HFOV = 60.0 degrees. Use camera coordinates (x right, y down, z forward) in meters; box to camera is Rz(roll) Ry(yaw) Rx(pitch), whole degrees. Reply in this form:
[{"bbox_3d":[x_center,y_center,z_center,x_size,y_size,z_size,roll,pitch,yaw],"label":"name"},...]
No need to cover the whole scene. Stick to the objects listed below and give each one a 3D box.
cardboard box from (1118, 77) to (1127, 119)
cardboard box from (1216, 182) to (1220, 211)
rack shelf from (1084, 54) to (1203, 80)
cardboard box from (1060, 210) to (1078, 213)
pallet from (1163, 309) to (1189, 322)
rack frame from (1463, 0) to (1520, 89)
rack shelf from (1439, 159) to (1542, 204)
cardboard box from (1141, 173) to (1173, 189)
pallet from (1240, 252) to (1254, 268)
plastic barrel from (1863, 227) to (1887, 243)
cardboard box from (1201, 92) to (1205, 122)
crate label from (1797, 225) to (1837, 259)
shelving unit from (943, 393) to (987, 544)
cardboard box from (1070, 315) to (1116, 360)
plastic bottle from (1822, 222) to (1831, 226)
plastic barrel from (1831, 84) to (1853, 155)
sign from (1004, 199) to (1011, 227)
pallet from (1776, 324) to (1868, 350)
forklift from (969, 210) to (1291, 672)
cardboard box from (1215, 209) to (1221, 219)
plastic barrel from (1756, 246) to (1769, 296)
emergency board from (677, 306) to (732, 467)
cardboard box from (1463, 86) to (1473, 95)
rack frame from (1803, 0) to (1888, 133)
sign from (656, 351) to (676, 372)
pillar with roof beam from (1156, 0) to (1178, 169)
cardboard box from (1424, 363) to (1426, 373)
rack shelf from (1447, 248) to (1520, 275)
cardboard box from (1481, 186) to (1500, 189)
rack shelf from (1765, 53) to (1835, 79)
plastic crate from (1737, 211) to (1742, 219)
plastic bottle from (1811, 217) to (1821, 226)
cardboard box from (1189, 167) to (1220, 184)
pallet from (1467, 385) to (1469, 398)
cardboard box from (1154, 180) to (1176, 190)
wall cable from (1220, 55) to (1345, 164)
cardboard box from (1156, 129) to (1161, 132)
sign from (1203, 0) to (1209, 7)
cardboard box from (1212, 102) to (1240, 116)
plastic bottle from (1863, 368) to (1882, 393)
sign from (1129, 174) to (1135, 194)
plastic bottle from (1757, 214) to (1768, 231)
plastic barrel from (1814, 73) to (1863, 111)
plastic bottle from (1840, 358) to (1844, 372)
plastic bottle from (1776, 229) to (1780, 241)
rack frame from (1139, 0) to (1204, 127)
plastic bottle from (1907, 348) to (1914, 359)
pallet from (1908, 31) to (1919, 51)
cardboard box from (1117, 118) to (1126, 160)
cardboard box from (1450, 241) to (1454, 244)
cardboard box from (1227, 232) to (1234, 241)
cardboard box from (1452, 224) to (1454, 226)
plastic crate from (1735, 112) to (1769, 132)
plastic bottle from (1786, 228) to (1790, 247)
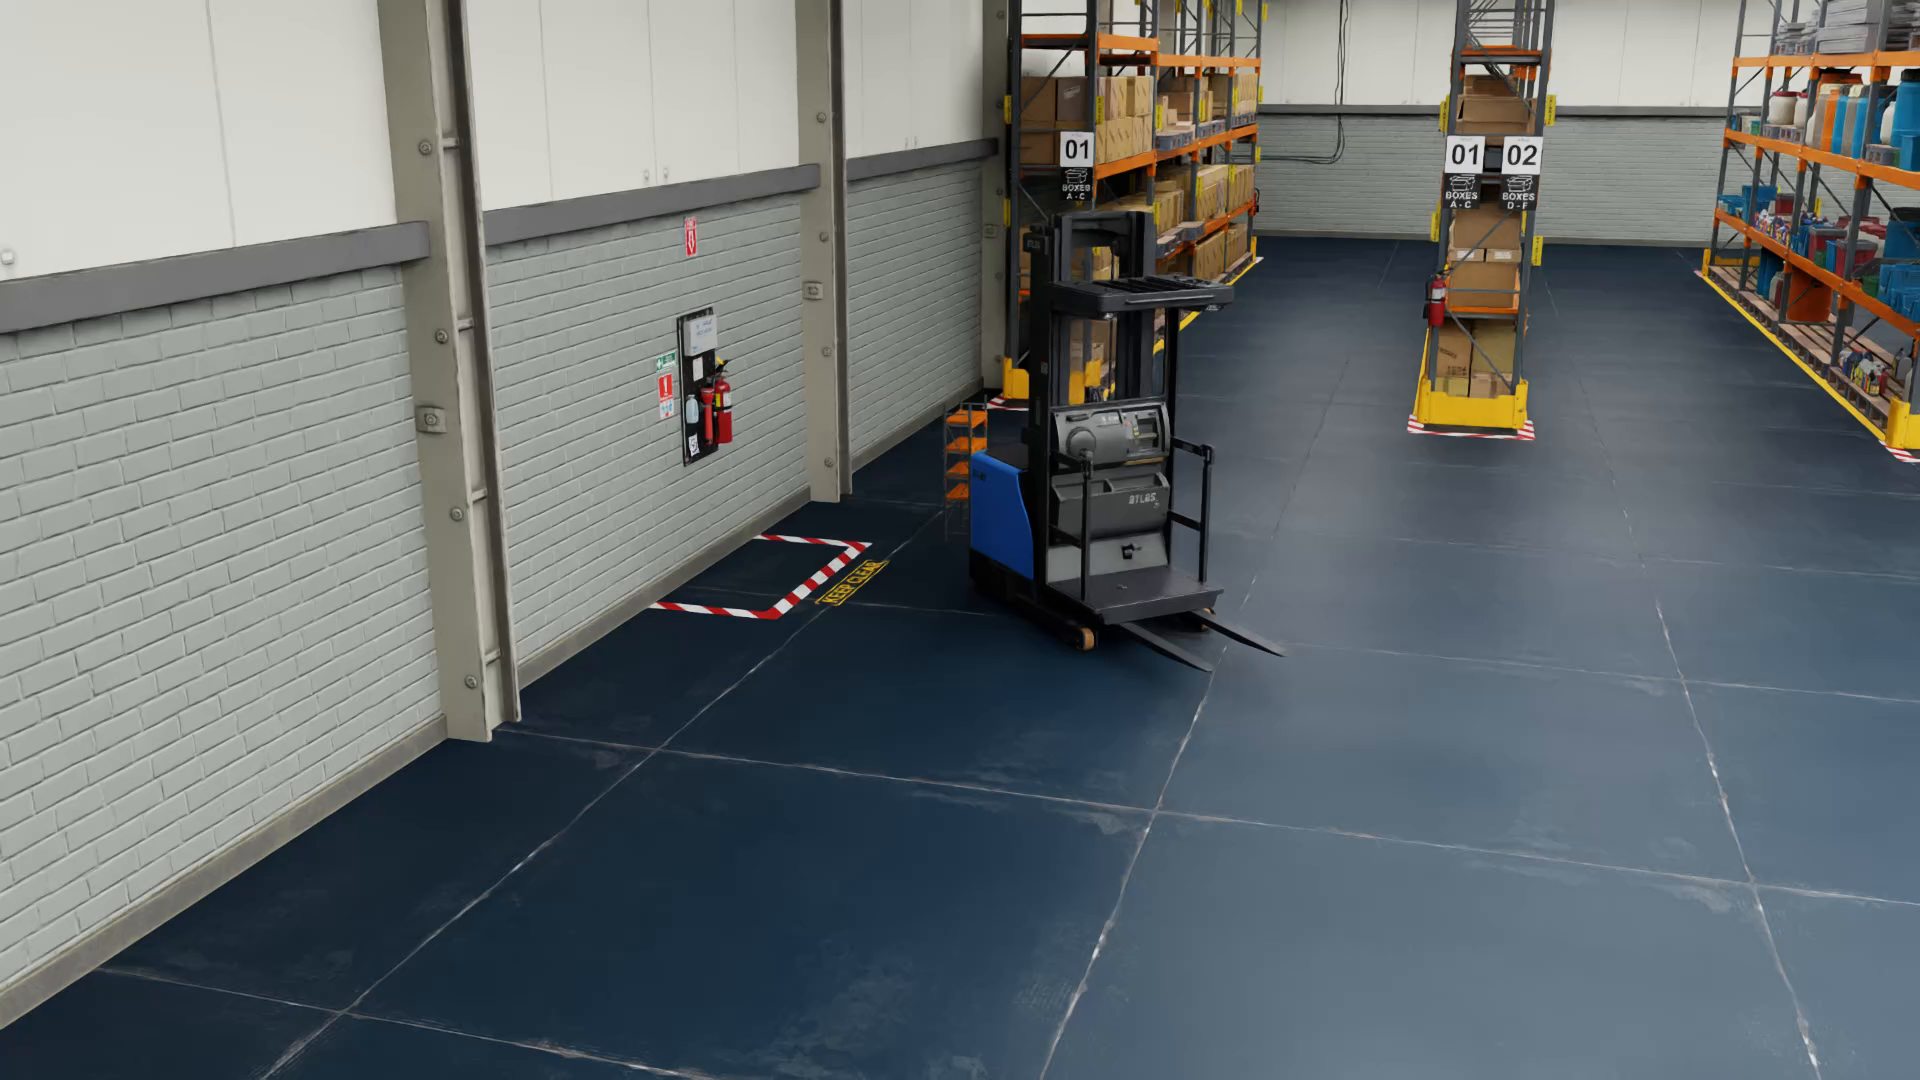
[{"bbox_3d":[1.769,-5.501,20.677,0.500,0.500,0.500,5,17,17],"label":"cardboard box"},{"bbox_3d":[4.335,-6.110,29.608,0.500,0.500,0.500,5,16,16],"label":"cardboard box"},{"bbox_3d":[2.806,-7.092,24.894,1.077,0.370,4.000,5,16,16],"label":"rack shelf"},{"bbox_3d":[1.606,-4.148,22.320,0.500,0.500,0.500,5,17,17],"label":"cardboard box"},{"bbox_3d":[3.151,-3.722,27.065,1.003,0.211,1.213,5,16,16],"label":"pallet"},{"bbox_3d":[10.398,-9.864,32.614,1.000,3.000,0.127,5,16,16],"label":"rack frame"},{"bbox_3d":[6.420,-4.412,20.208,1.077,0.370,4.000,5,16,16],"label":"rack shelf"},{"bbox_3d":[3.255,-5.968,27.735,0.500,0.250,0.500,5,17,17],"label":"cardboard box"},{"bbox_3d":[5.496,-5.804,34.405,1.003,0.211,1.213,5,16,16],"label":"pallet"},{"bbox_3d":[12.427,-3.944,22.487,0.433,0.535,0.433,0,16,0],"label":"plastic barrel"},{"bbox_3d":[3.856,-7.519,28.854,0.700,0.500,0.500,5,16,16],"label":"cardboard box"},{"bbox_3d":[12.331,-4.278,23.849,0.502,0.435,0.616,5,16,16],"label":"crate label"},{"bbox_3d":[0.047,-0.621,14.318,0.258,1.200,0.503,5,16,16],"label":"shelving unit"},{"bbox_3d":[1.802,-2.695,22.109,0.700,0.500,0.500,4,16,12],"label":"cardboard box"},{"bbox_3d":[13.700,-4.891,26.303,0.152,0.276,0.135,5,16,16],"label":"plastic bottle"},{"bbox_3d":[12.044,-5.629,22.264,0.600,0.901,0.708,5,16,16],"label":"plastic barrel"},{"bbox_3d":[0.574,-3.932,19.995,0.100,0.325,0.005,5,16,16],"label":"sign"},{"bbox_3d":[12.615,-2.958,24.373,1.003,0.211,1.213,5,16,16],"label":"pallet"},{"bbox_3d":[1.185,-0.771,11.678,1.130,2.935,3.031,-8,18,-26],"label":"forklift"},{"bbox_3d":[4.502,-5.887,30.011,0.380,0.149,0.250,5,16,16],"label":"cardboard box"},{"bbox_3d":[13.839,-4.598,28.118,0.600,0.901,0.708,5,16,16],"label":"plastic barrel"},{"bbox_3d":[-1.974,-1.212,13.105,0.194,1.169,0.643,5,16,16],"label":"emergency board"},{"bbox_3d":[9.048,-7.546,28.805,0.600,0.600,0.600,3,16,11],"label":"cardboard box"},{"bbox_3d":[12.873,-7.386,23.878,1.000,3.000,0.127,5,16,16],"label":"rack frame"},{"bbox_3d":[-2.220,-1.348,12.547,0.001,0.109,0.331,5,16,16],"label":"sign"},{"bbox_3d":[8.008,-9.117,29.981,9.100,9.000,0.400,5,16,16],"label":"pillar with roof beam"},{"bbox_3d":[5.851,-1.966,20.033,0.500,0.250,0.500,5,16,16],"label":"cardboard box"},{"bbox_3d":[7.556,-4.015,24.307,1.077,0.370,4.000,5,16,16],"label":"rack shelf"},{"bbox_3d":[6.726,-4.262,21.296,0.700,0.500,0.500,5,16,16],"label":"cardboard box"},{"bbox_3d":[13.441,-7.371,25.875,1.077,0.370,4.000,5,16,16],"label":"rack shelf"},{"bbox_3d":[14.070,-5.756,29.521,0.437,0.125,0.590,5,16,16],"label":"plastic crate"},{"bbox_3d":[13.565,-4.945,26.357,0.144,0.351,0.185,5,16,16],"label":"plastic bottle"},{"bbox_3d":[4.324,-6.467,29.495,0.500,0.250,0.500,5,17,17],"label":"cardboard box"},{"bbox_3d":[6.028,-1.654,19.772,1.003,0.211,1.213,5,16,16],"label":"pallet"},{"bbox_3d":[3.305,-5.747,26.916,0.380,0.149,0.250,2,16,9],"label":"cardboard box"},{"bbox_3d":[7.598,-10.205,39.508,3.097,2.526,0.112,5,16,16],"label":"wall cable"},{"bbox_3d":[2.645,-6.122,24.311,0.500,0.311,0.500,5,17,18],"label":"cardboard box"},{"bbox_3d":[3.897,-8.602,26.309,0.100,0.325,0.005,5,16,16],"label":"sign"},{"bbox_3d":[4.960,-8.096,31.200,0.500,0.250,0.500,5,16,16],"label":"cardboard box"},{"bbox_3d":[10.799,-1.886,19.668,0.152,0.276,0.135,5,17,16],"label":"plastic bottle"},{"bbox_3d":[2.841,-5.867,27.396,0.100,0.325,0.005,5,16,16],"label":"sign"},{"bbox_3d":[13.409,-5.299,27.742,0.152,0.276,0.135,5,16,16],"label":"plastic bottle"},{"bbox_3d":[13.037,-6.500,24.694,0.600,0.830,0.708,5,16,16],"label":"plastic barrel"},{"bbox_3d":[11.167,-2.216,20.967,0.097,0.201,0.097,0,16,0],"label":"plastic bottle"},{"bbox_3d":[12.861,-4.785,26.066,0.097,0.201,0.097,0,16,0],"label":"plastic bottle"},{"bbox_3d":[3.374,-8.154,26.586,1.000,3.000,0.127,5,16,16],"label":"rack frame"},{"bbox_3d":[11.829,-2.200,20.635,0.144,0.351,0.185,4,16,14],"label":"plastic bottle"},{"bbox_3d":[11.184,-5.518,18.372,1.003,0.211,1.213,5,16,16],"label":"pallet"},{"bbox_3d":[1.766,-5.018,20.806,0.500,0.500,0.500,5,17,18],"label":"cardboard box"},{"bbox_3d":[5.923,-3.402,19.455,0.380,0.149,0.250,4,16,15],"label":"cardboard box"},{"bbox_3d":[5.094,-5.889,32.217,0.380,0.149,0.250,5,17,18],"label":"cardboard box"},{"bbox_3d":[6.583,-4.010,21.597,0.380,0.149,0.250,4,16,14],"label":"cardboard box"},{"bbox_3d":[14.449,-7.627,30.340,0.504,0.338,0.767,5,16,16],"label":"plastic crate"},{"bbox_3d":[12.579,-4.582,25.202,0.061,0.283,0.133,5,16,16],"label":"plastic bottle"}]
